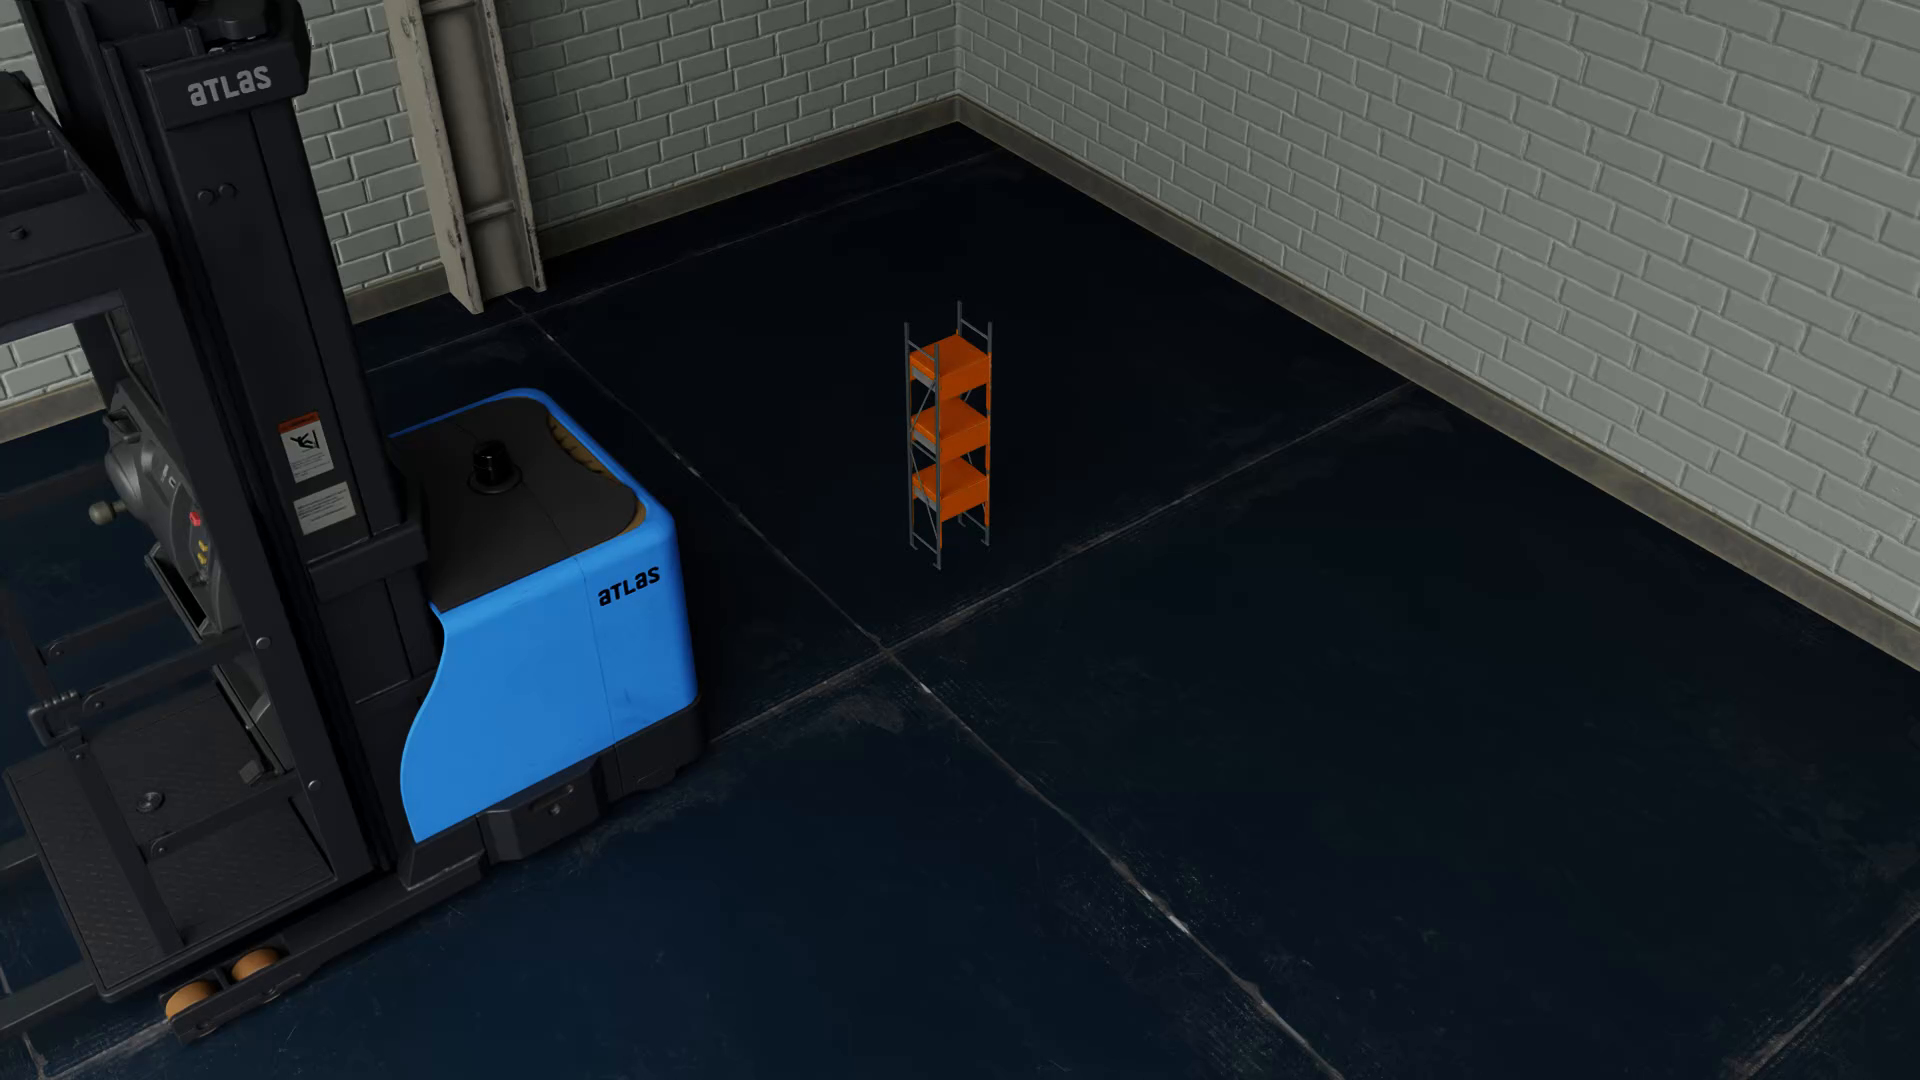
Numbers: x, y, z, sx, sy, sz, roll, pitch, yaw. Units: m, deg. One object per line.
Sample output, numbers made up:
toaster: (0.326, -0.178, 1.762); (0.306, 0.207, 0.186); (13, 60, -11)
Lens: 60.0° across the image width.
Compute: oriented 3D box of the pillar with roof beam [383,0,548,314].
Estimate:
pillar with roof beam: (0.324, -2.563, 2.779); (0.400, 9.000, 9.100); (-26, 46, -28)

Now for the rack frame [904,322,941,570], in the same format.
rack frame: (-0.139, -0.338, 6.334); (0.008, 1.050, 0.200); (-26, 46, -28)

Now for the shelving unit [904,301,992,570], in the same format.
shelving unit: (-0.042, -0.385, 6.392); (0.252, 1.050, 0.215); (-26, 46, -28)

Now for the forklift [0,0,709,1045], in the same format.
forklift: (-2.346, -0.037, 4.484); (3.031, 2.935, 1.130); (-26, 46, -28)

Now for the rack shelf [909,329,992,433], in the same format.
rack shelf: (-0.042, -0.596, 6.219); (0.240, 0.259, 0.215); (-26, 46, -28)

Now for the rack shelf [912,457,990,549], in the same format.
rack shelf: (-0.042, -0.162, 6.575); (0.240, 0.259, 0.215); (-26, 46, -28)

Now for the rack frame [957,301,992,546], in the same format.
rack frame: (0.054, -0.432, 6.449); (0.008, 1.050, 0.200); (-26, 46, -28)

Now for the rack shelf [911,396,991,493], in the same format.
rack shelf: (-0.042, -0.377, 6.399); (0.240, 0.259, 0.215); (-26, 46, -28)
